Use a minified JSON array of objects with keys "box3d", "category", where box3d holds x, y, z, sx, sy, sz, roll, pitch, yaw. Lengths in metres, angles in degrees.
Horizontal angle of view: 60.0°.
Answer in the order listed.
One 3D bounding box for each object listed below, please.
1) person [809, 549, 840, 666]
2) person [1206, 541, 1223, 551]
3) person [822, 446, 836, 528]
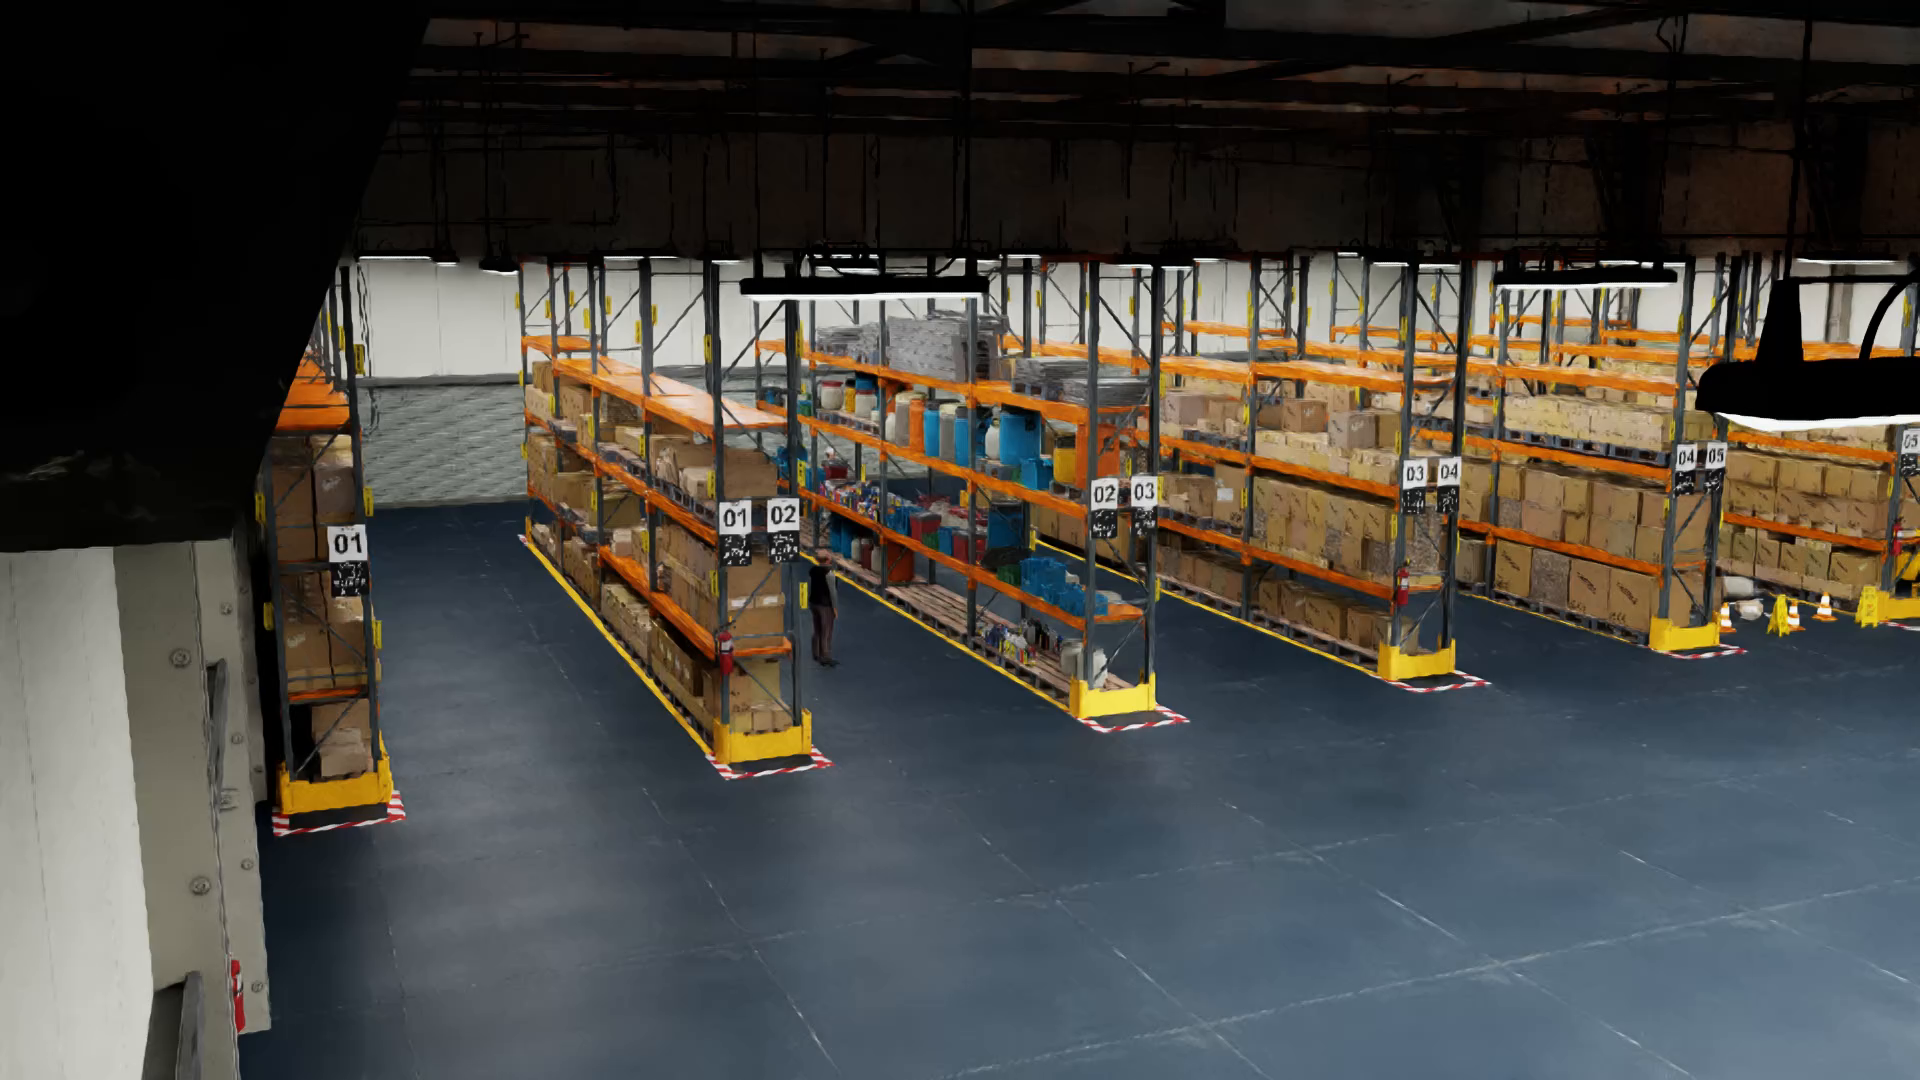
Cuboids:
[{"box3d":[-2.026,0.981,24.785,0.388,1.726,0.627,-10,14,-42],"category":"person"},{"box3d":[5.032,-0.388,32.441,0.719,1.714,0.572,-5,11,-25],"category":"person"},{"box3d":[-2.830,-1.185,36.276,0.392,1.728,0.700,-1,10,-4],"category":"person"}]
